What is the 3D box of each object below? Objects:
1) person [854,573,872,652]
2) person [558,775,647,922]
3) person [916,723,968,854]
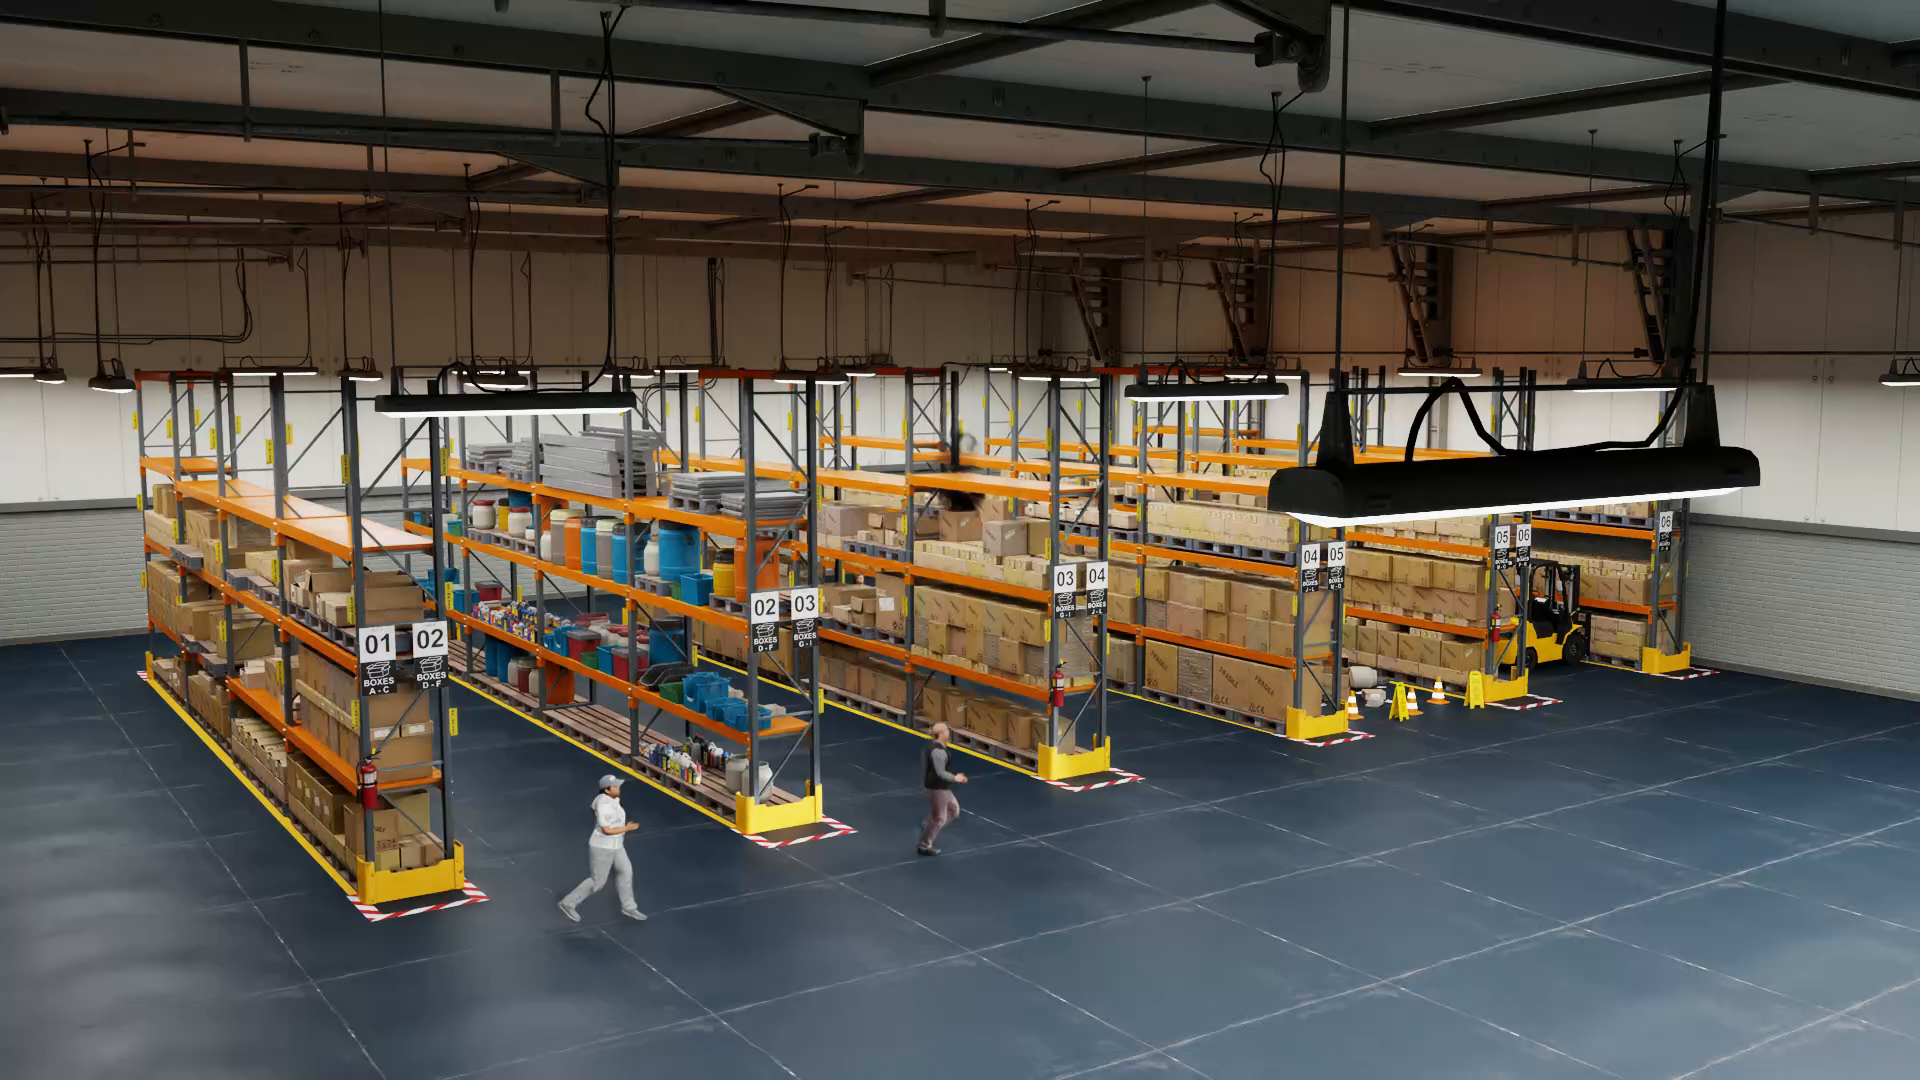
[{"bbox_3d":[-2.126,1.512,35.299,0.573,1.645,0.939,-5,8,-40],"label":"person"},{"bbox_3d":[-3.940,3.432,18.450,0.882,1.695,0.614,0,6,-4],"label":"person"},{"bbox_3d":[-0.231,3.128,21.011,0.651,1.674,0.642,-1,6,-5],"label":"person"}]
